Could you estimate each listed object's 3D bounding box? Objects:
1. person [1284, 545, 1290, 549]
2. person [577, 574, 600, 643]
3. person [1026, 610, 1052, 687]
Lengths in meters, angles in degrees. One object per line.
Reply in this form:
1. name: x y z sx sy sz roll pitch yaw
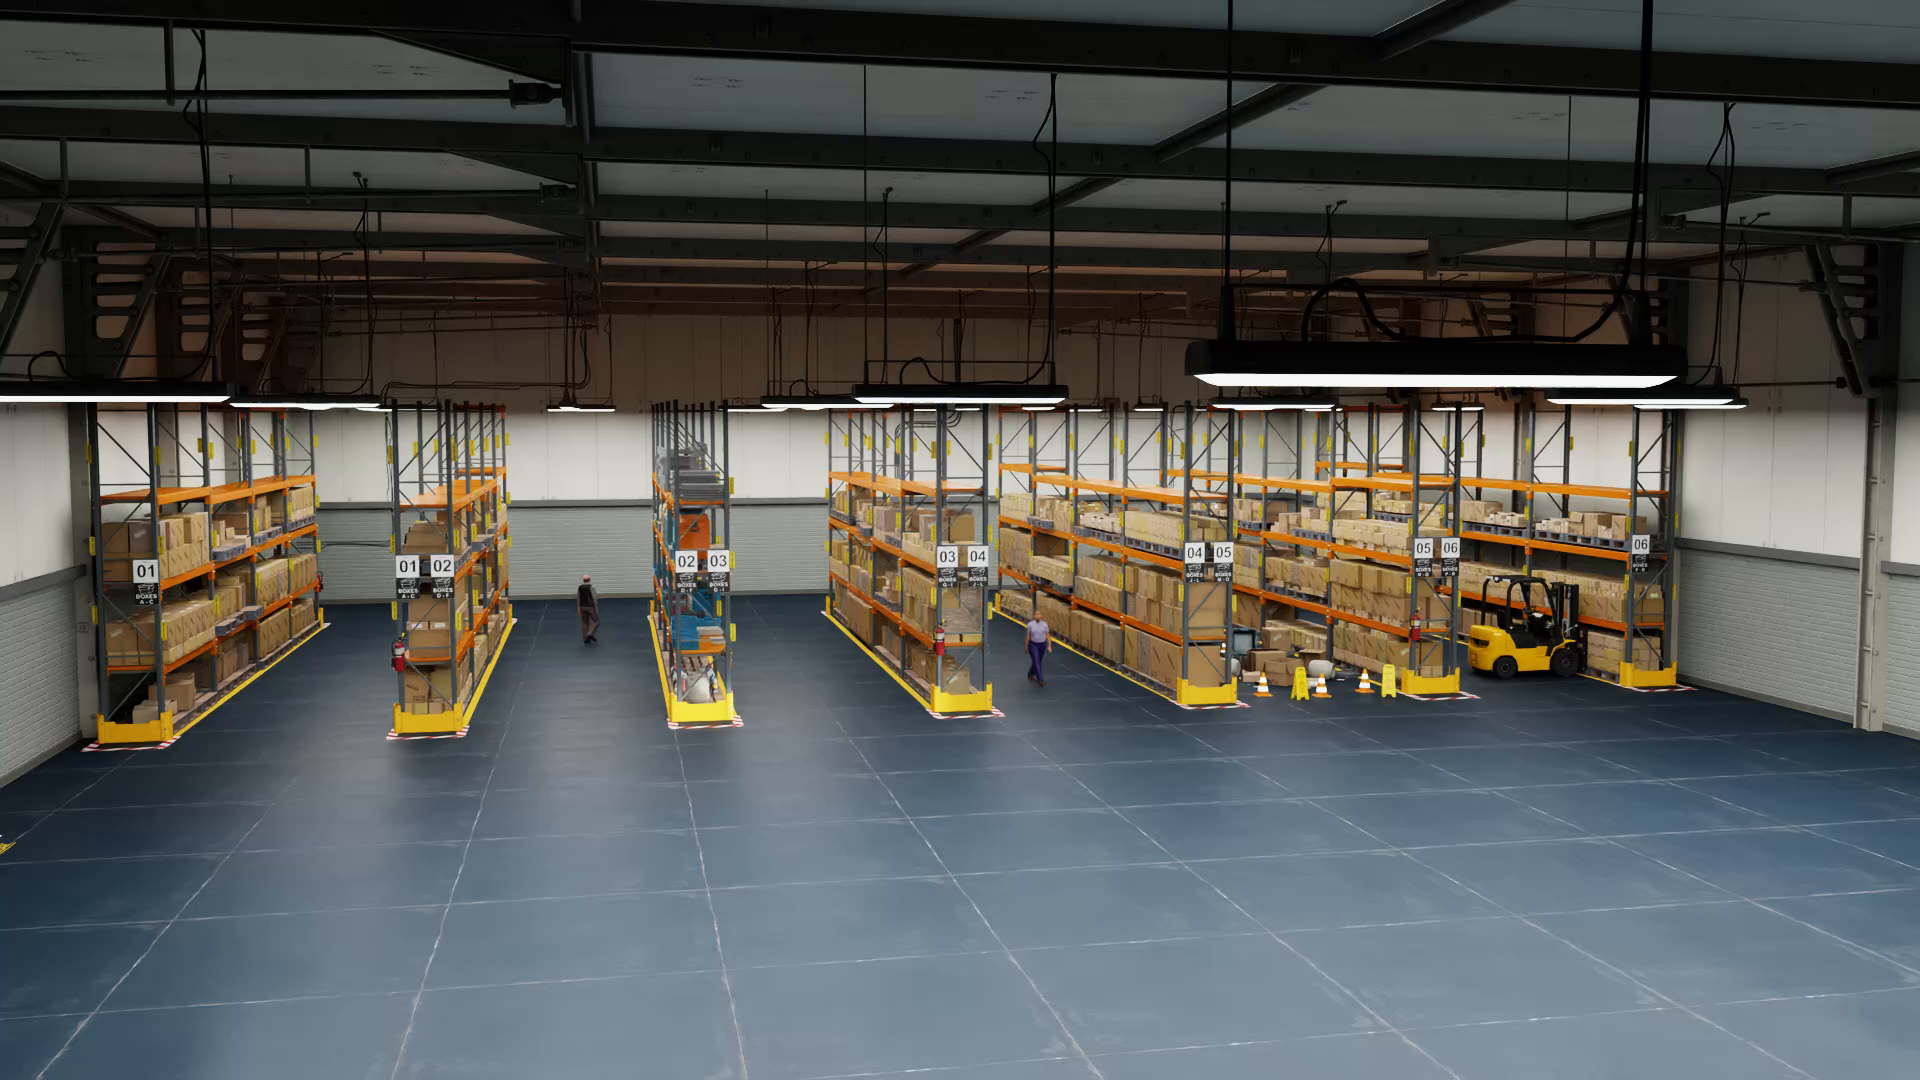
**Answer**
1. person: 10.355 0.985 51.763 0.589 1.656 0.461 -1 4 -13
2. person: -9.338 1.727 41.665 0.567 1.724 0.479 1 5 19
3. person: 1.677 2.265 35.225 0.469 1.573 1.069 -2 5 -27
